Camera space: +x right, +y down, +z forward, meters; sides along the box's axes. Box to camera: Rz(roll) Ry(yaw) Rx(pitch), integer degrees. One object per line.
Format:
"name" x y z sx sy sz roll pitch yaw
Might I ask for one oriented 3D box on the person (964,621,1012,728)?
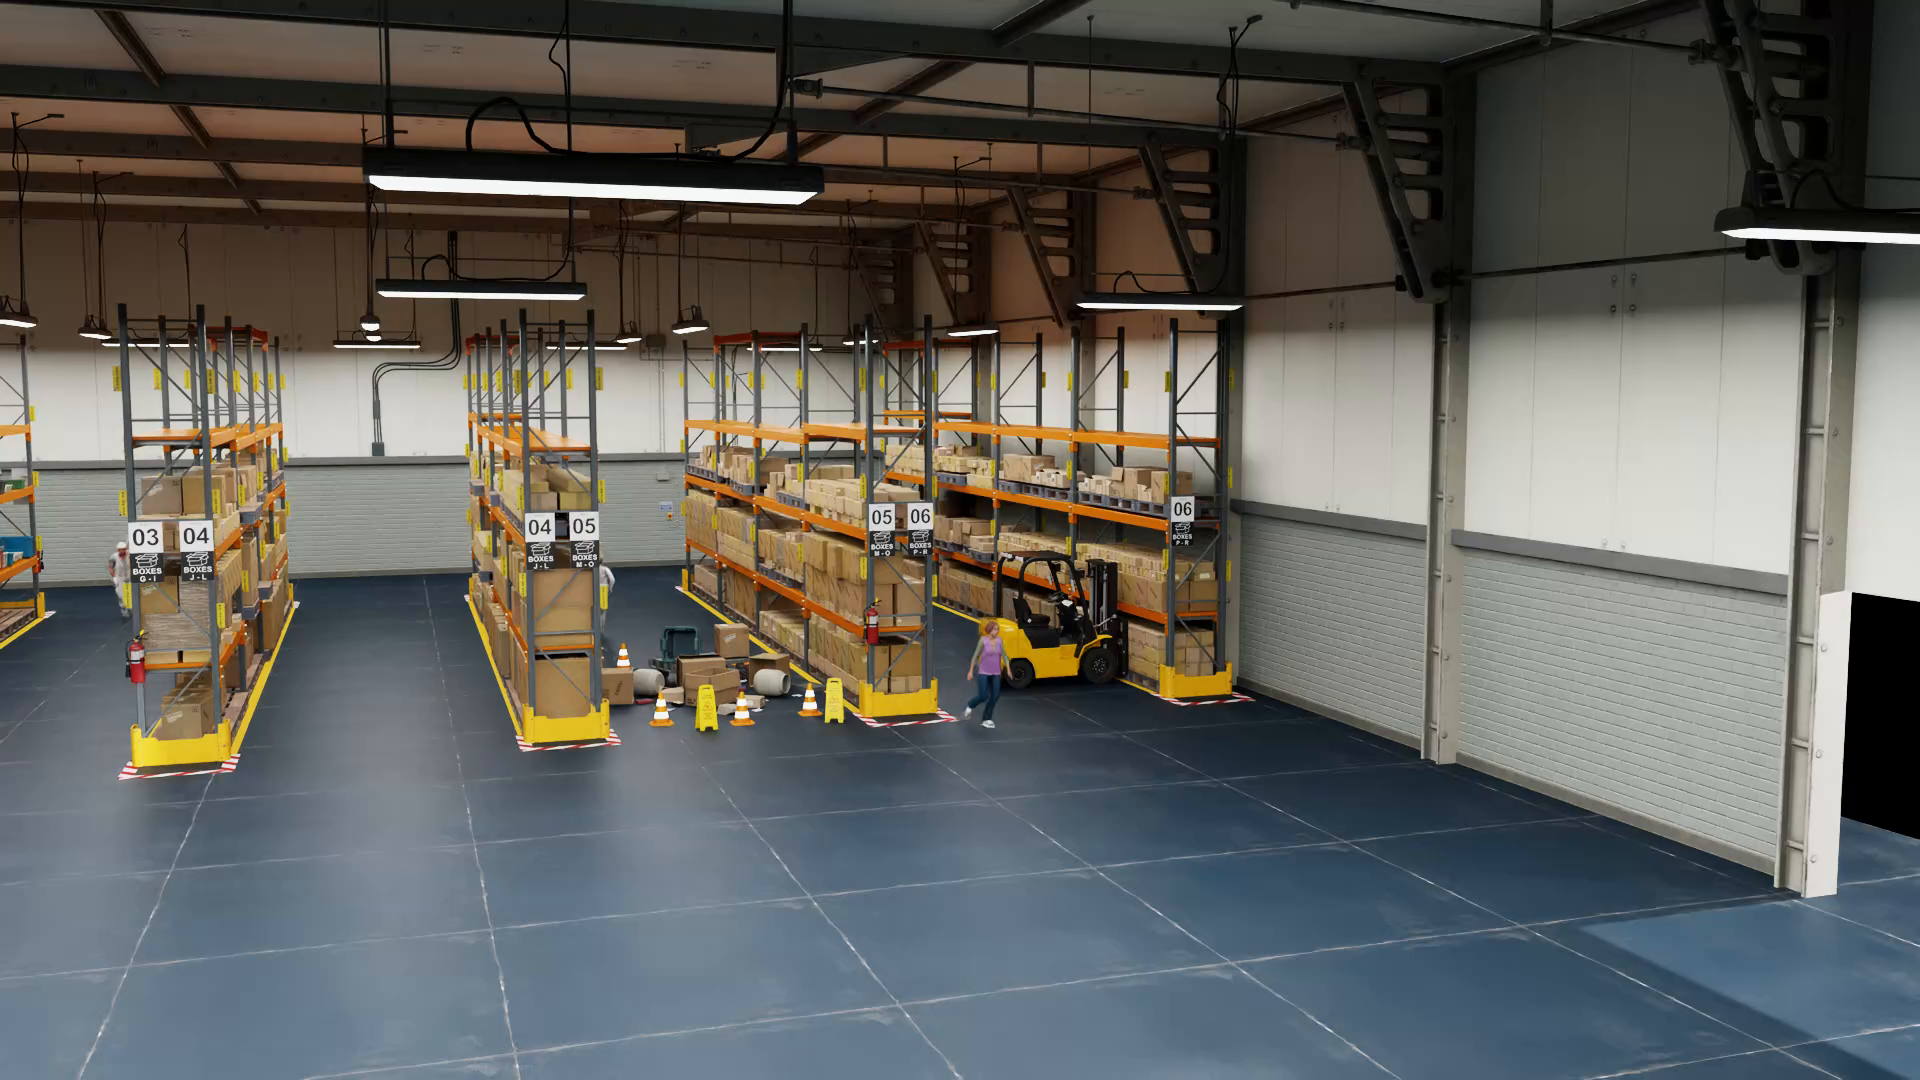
"person" 0.397 1.939 24.126 0.574 1.569 0.631 -2 6 -23

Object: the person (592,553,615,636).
"person" -7.047 1.086 32.508 0.583 1.702 0.899 -1 6 -14

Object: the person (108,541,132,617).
"person" -17.743 0.828 35.325 0.650 1.651 0.879 -5 7 -40
